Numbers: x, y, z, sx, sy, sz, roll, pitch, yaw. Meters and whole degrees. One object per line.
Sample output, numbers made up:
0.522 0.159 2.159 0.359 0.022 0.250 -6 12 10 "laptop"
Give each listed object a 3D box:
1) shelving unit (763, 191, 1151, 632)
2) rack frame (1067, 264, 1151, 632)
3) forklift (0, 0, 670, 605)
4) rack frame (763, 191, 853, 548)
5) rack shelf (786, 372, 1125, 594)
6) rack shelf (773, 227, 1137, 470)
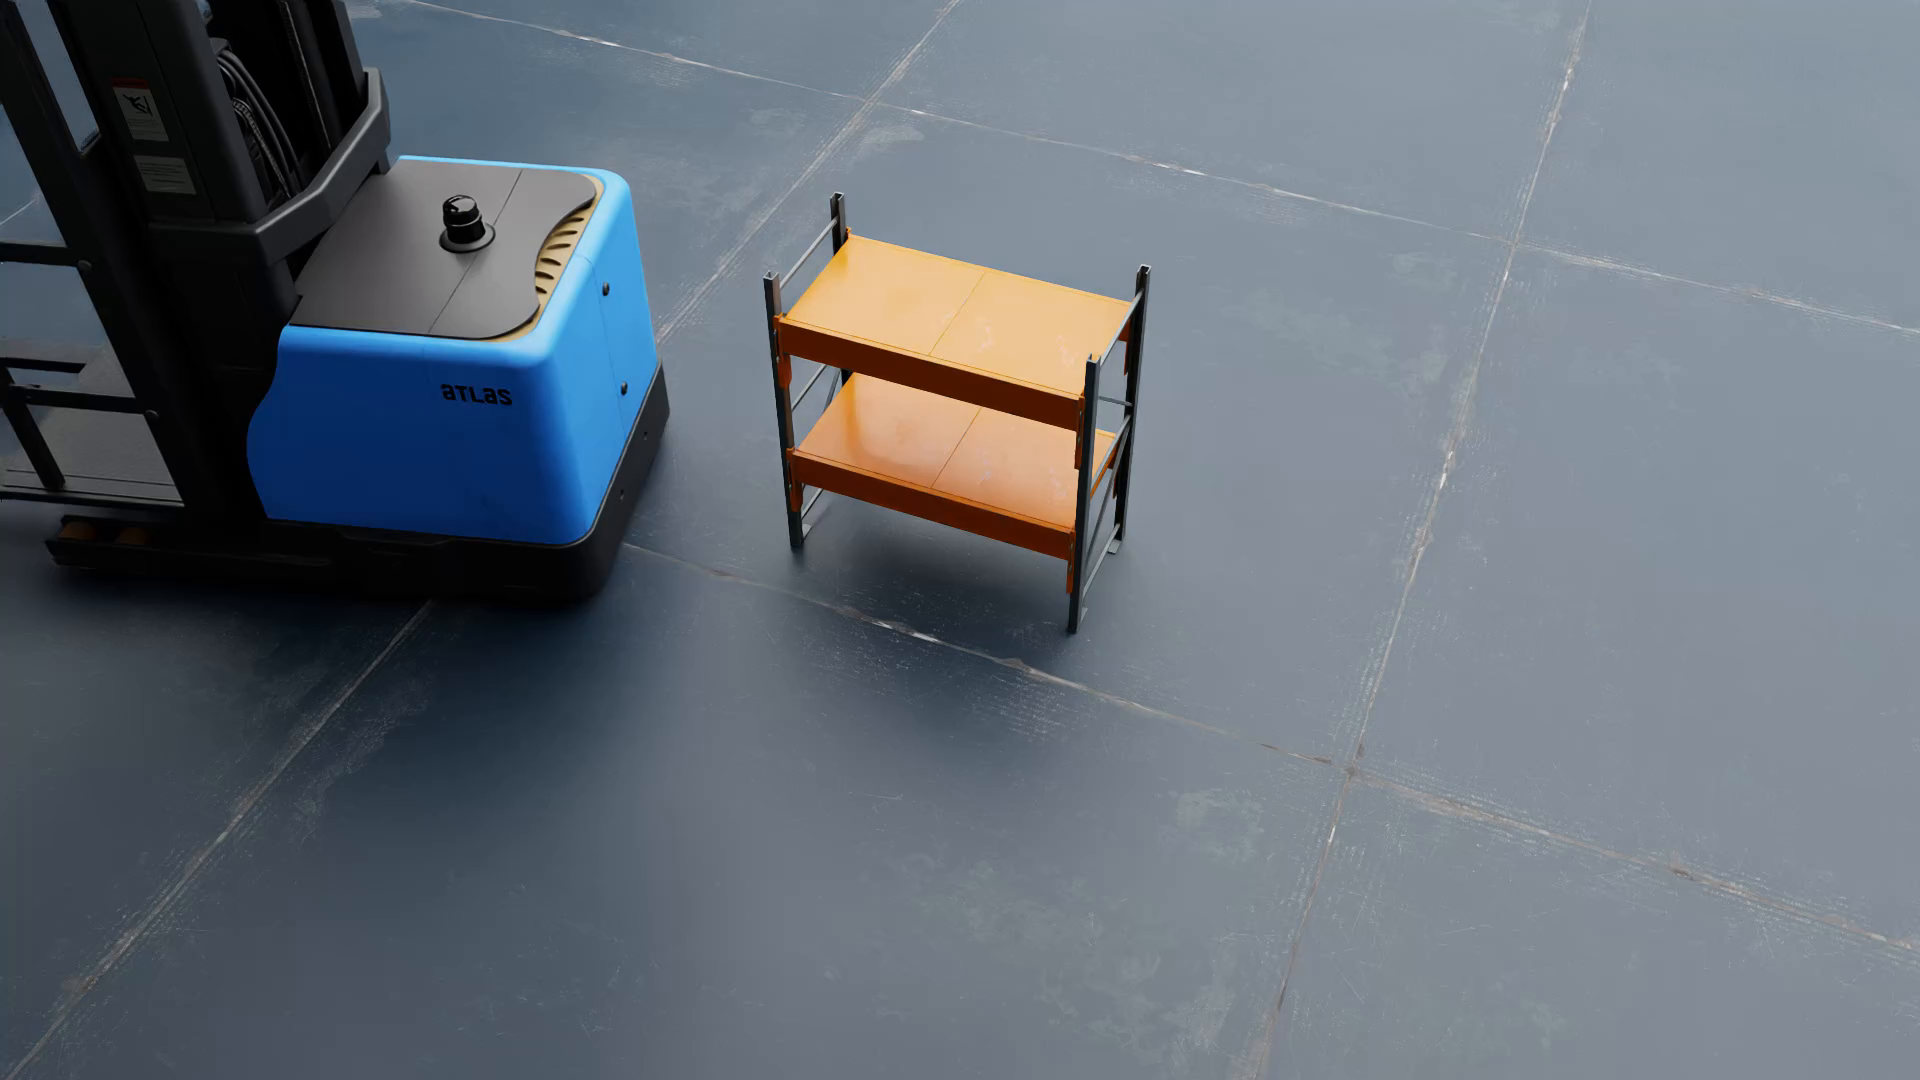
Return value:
-0.006 -0.401 5.355 1.048 1.125 0.538 16 47 16 "shelving unit"
0.463 -0.263 5.216 0.032 1.125 0.500 16 47 16 "rack frame"
-2.624 -1.287 4.965 3.031 2.935 1.130 5 45 5 "forklift"
-0.475 -0.539 5.494 0.032 1.125 0.500 16 47 16 "rack frame"
-0.006 -0.227 5.528 1.000 0.278 0.538 16 47 16 "rack shelf"
-0.006 -0.608 5.149 1.000 0.278 0.538 16 47 16 "rack shelf"
